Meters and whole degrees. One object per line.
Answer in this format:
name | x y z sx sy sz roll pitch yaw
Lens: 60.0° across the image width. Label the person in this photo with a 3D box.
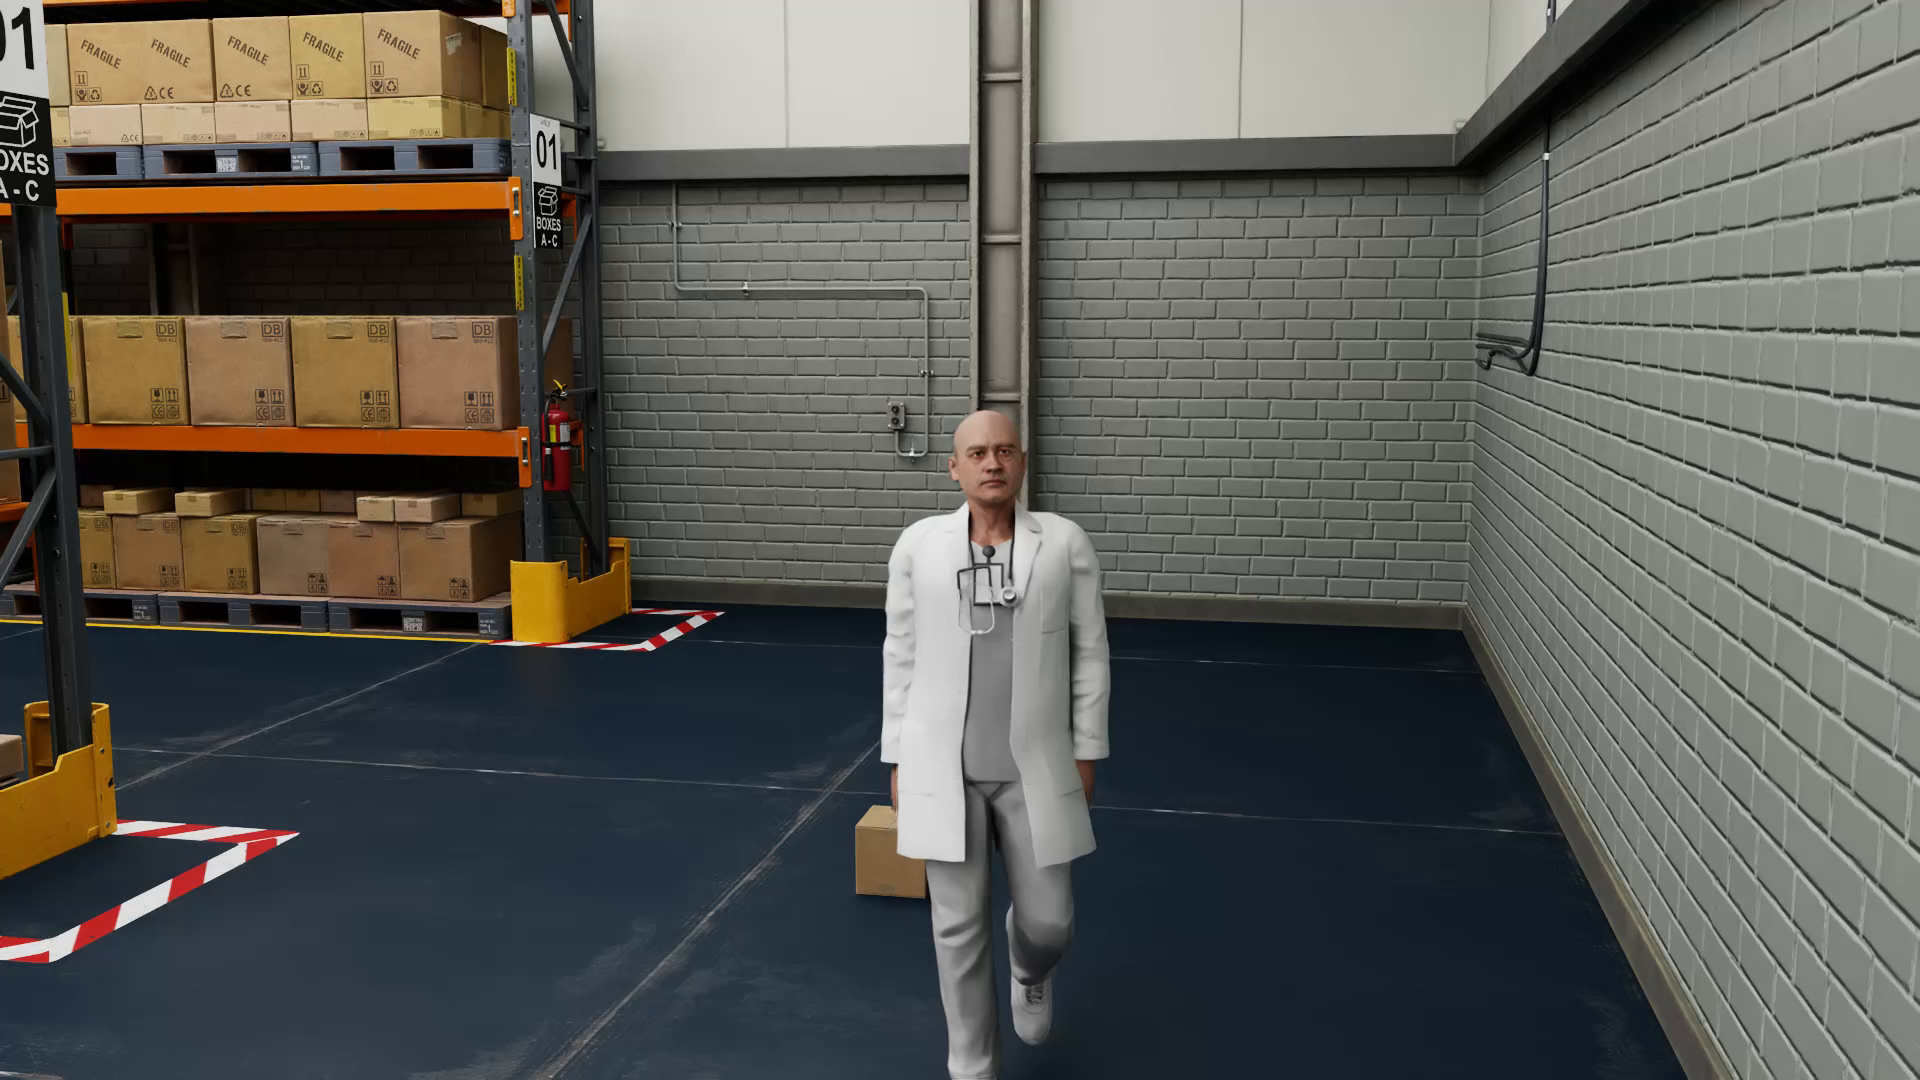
person | 0.088 0.551 4.214 0.580 1.758 0.721 0 8 3
